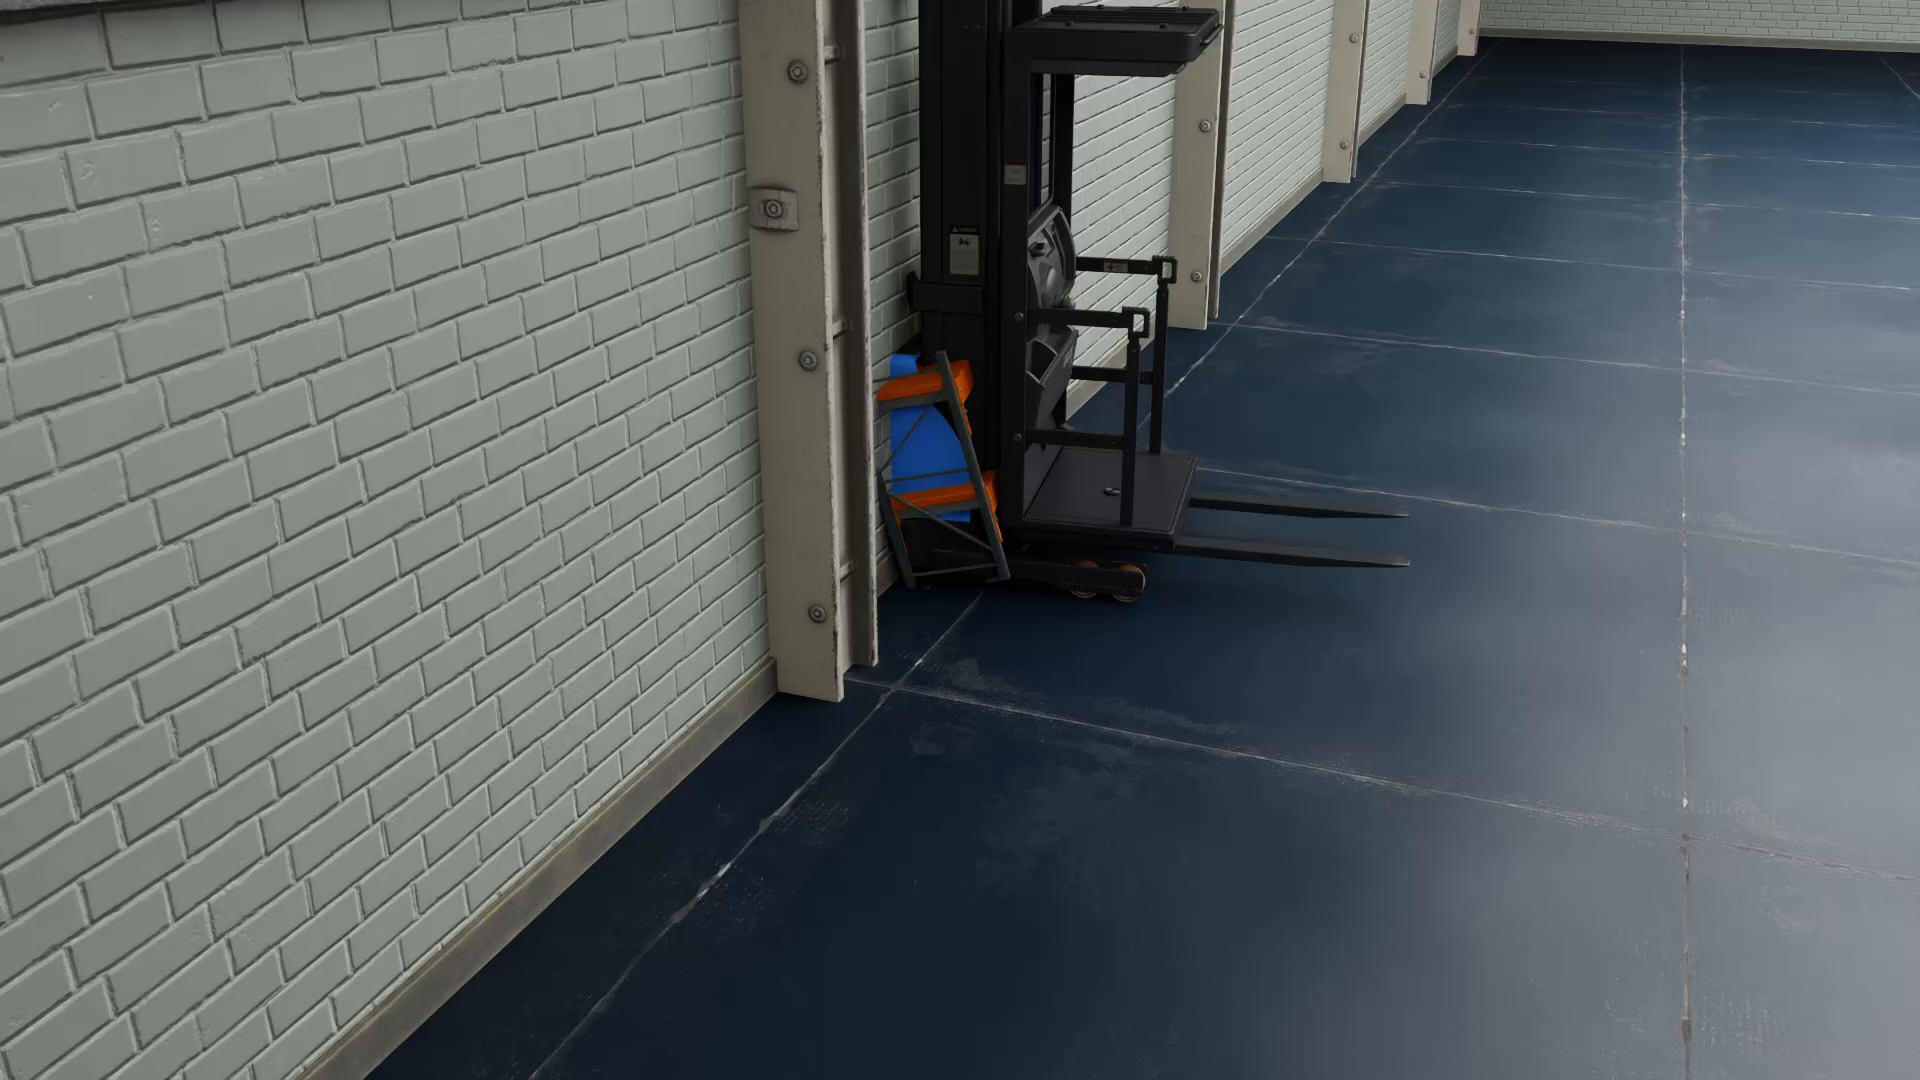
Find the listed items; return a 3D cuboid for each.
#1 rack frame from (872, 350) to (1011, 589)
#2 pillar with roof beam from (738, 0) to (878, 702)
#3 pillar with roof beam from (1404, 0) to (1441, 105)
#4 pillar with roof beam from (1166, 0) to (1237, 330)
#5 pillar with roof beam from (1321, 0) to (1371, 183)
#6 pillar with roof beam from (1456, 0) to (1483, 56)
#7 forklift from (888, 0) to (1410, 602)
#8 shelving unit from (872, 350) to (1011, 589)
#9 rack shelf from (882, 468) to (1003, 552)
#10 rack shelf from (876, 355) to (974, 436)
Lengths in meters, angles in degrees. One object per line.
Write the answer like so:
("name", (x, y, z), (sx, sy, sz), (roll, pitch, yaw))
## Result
("rack frame", (-0.153, -0.286, 7.441), (0.500, 1.125, 0.032), (-8, 26, 19))
("pillar with roof beam", (3.438, -2.975, 3.698), (9.100, 9.000, 0.400), (9, 24, 20))
("pillar with roof beam", (10.124, -9.417, 19.119), (9.100, 9.000, 0.400), (9, 24, 20))
("pillar with roof beam", (5.666, -5.122, 8.838), (9.100, 9.000, 0.400), (9, 24, 20))
("pillar with roof beam", (7.895, -7.270, 13.978), (9.100, 9.000, 0.400), (9, 24, 20))
("pillar with roof beam", (12.353, -11.564, 24.259), (9.100, 9.000, 0.400), (9, 24, 20))
("forklift", (0.607, -1.296, 7.549), (3.031, 2.935, 1.130), (5, 23, 13))
("shelving unit", (-0.038, -0.526, 7.874), (0.538, 1.125, 1.048), (-8, 26, 19))
("rack shelf", (0.026, -0.312, 7.975), (0.538, 0.278, 1.000), (-8, 26, 19))
("rack shelf", (-0.115, -0.781, 7.753), (0.538, 0.278, 1.000), (-8, 26, 19))
